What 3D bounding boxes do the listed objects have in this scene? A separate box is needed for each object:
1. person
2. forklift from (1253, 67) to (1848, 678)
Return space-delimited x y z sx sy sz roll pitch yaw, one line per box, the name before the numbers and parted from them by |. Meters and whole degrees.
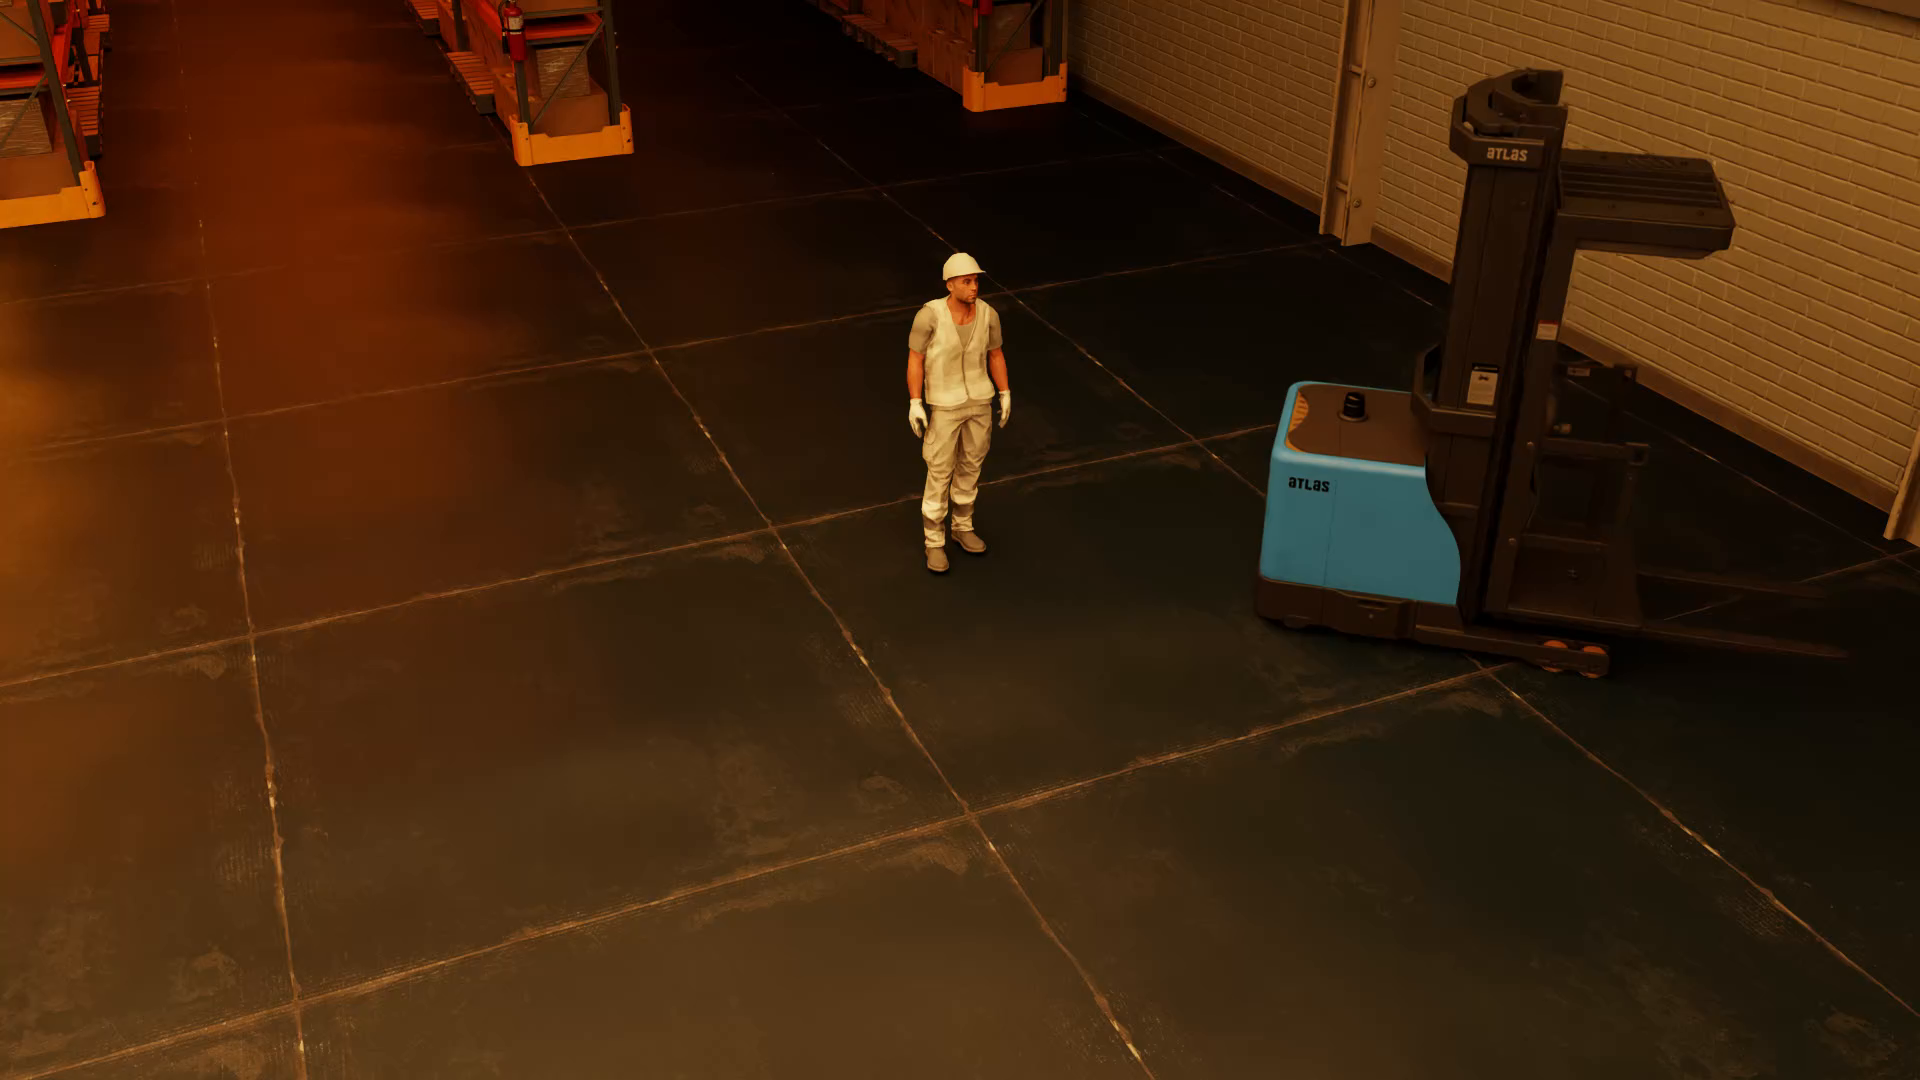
person | 0.023 -0.744 9.557 0.638 1.789 0.562 -12 32 -20
forklift | 3.208 -0.837 8.583 3.031 2.935 1.130 8 31 14
